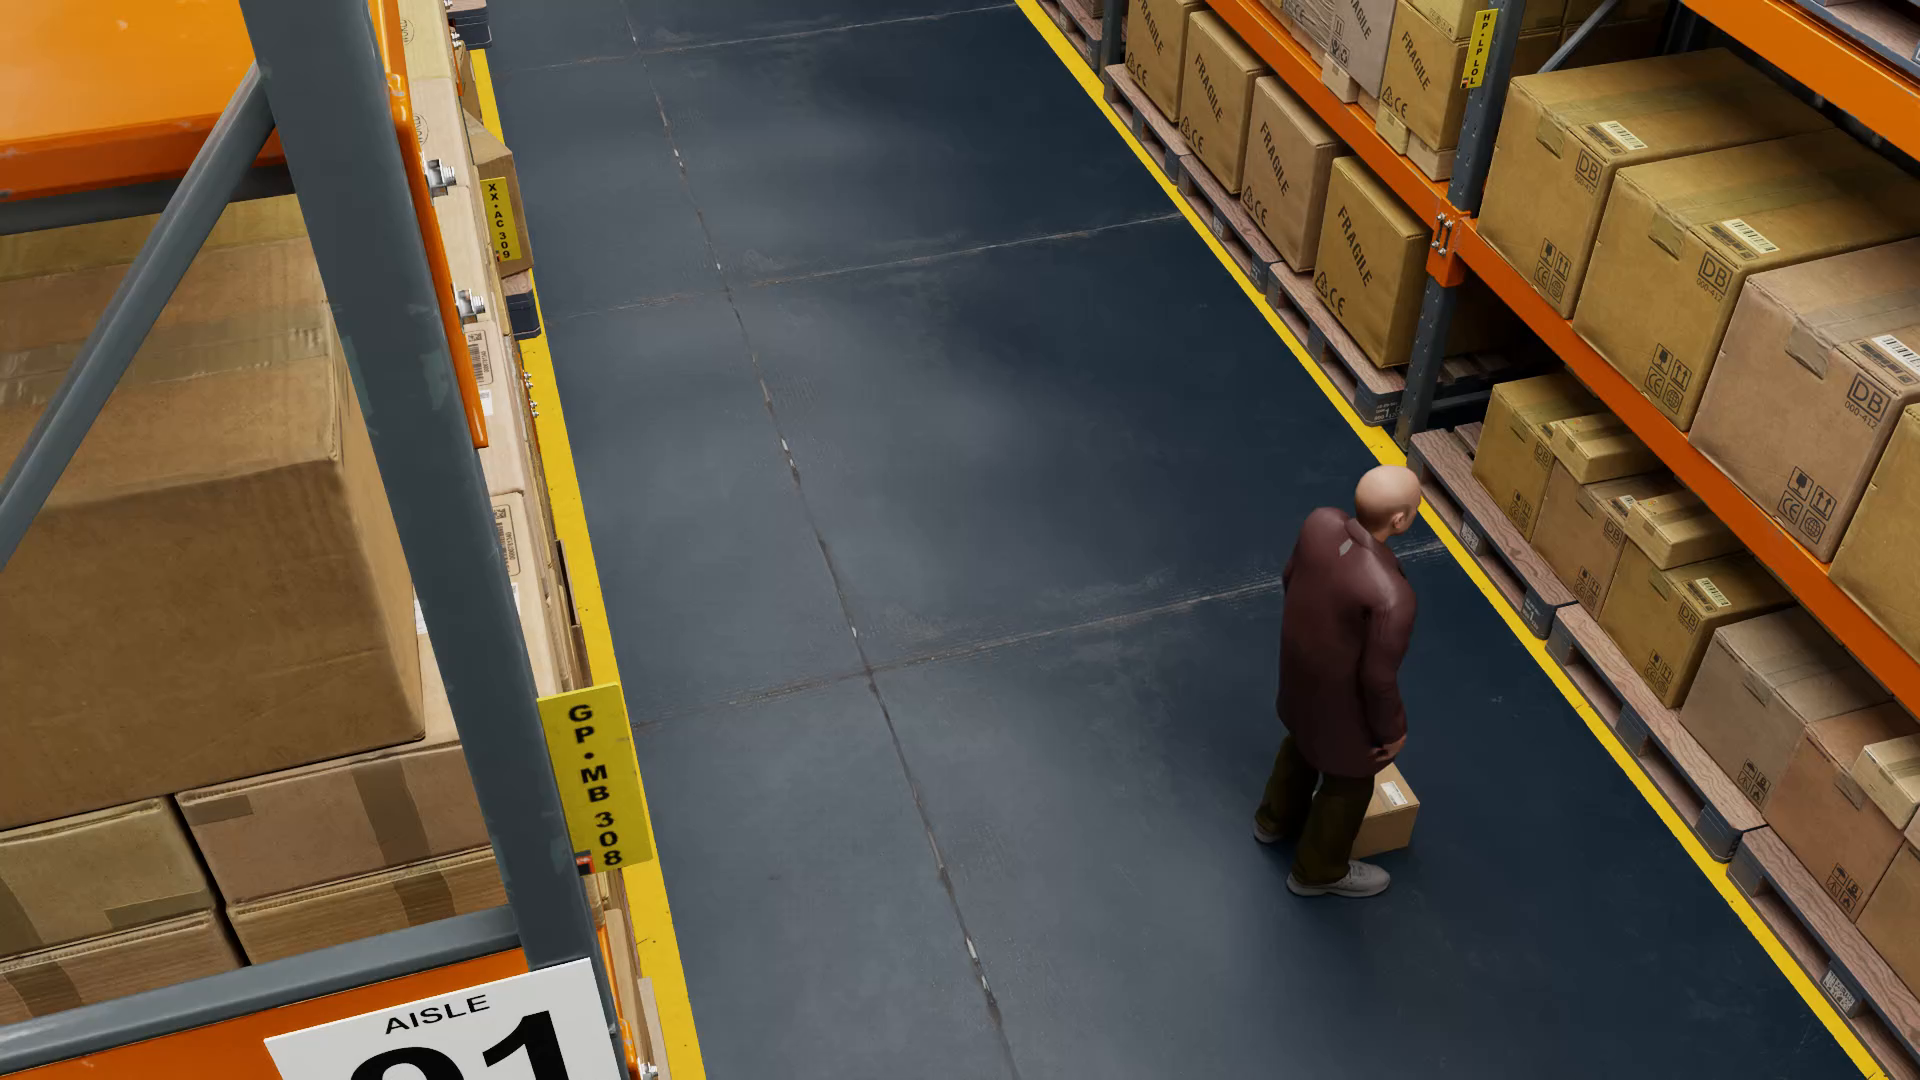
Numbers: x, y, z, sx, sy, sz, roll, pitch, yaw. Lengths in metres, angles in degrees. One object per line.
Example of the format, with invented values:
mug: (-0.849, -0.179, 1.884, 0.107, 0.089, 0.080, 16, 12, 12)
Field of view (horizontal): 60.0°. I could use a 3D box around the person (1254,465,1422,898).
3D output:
person: (1.286, 0.473, 5.639, 0.419, 1.774, 0.655, -14, 43, -15)
